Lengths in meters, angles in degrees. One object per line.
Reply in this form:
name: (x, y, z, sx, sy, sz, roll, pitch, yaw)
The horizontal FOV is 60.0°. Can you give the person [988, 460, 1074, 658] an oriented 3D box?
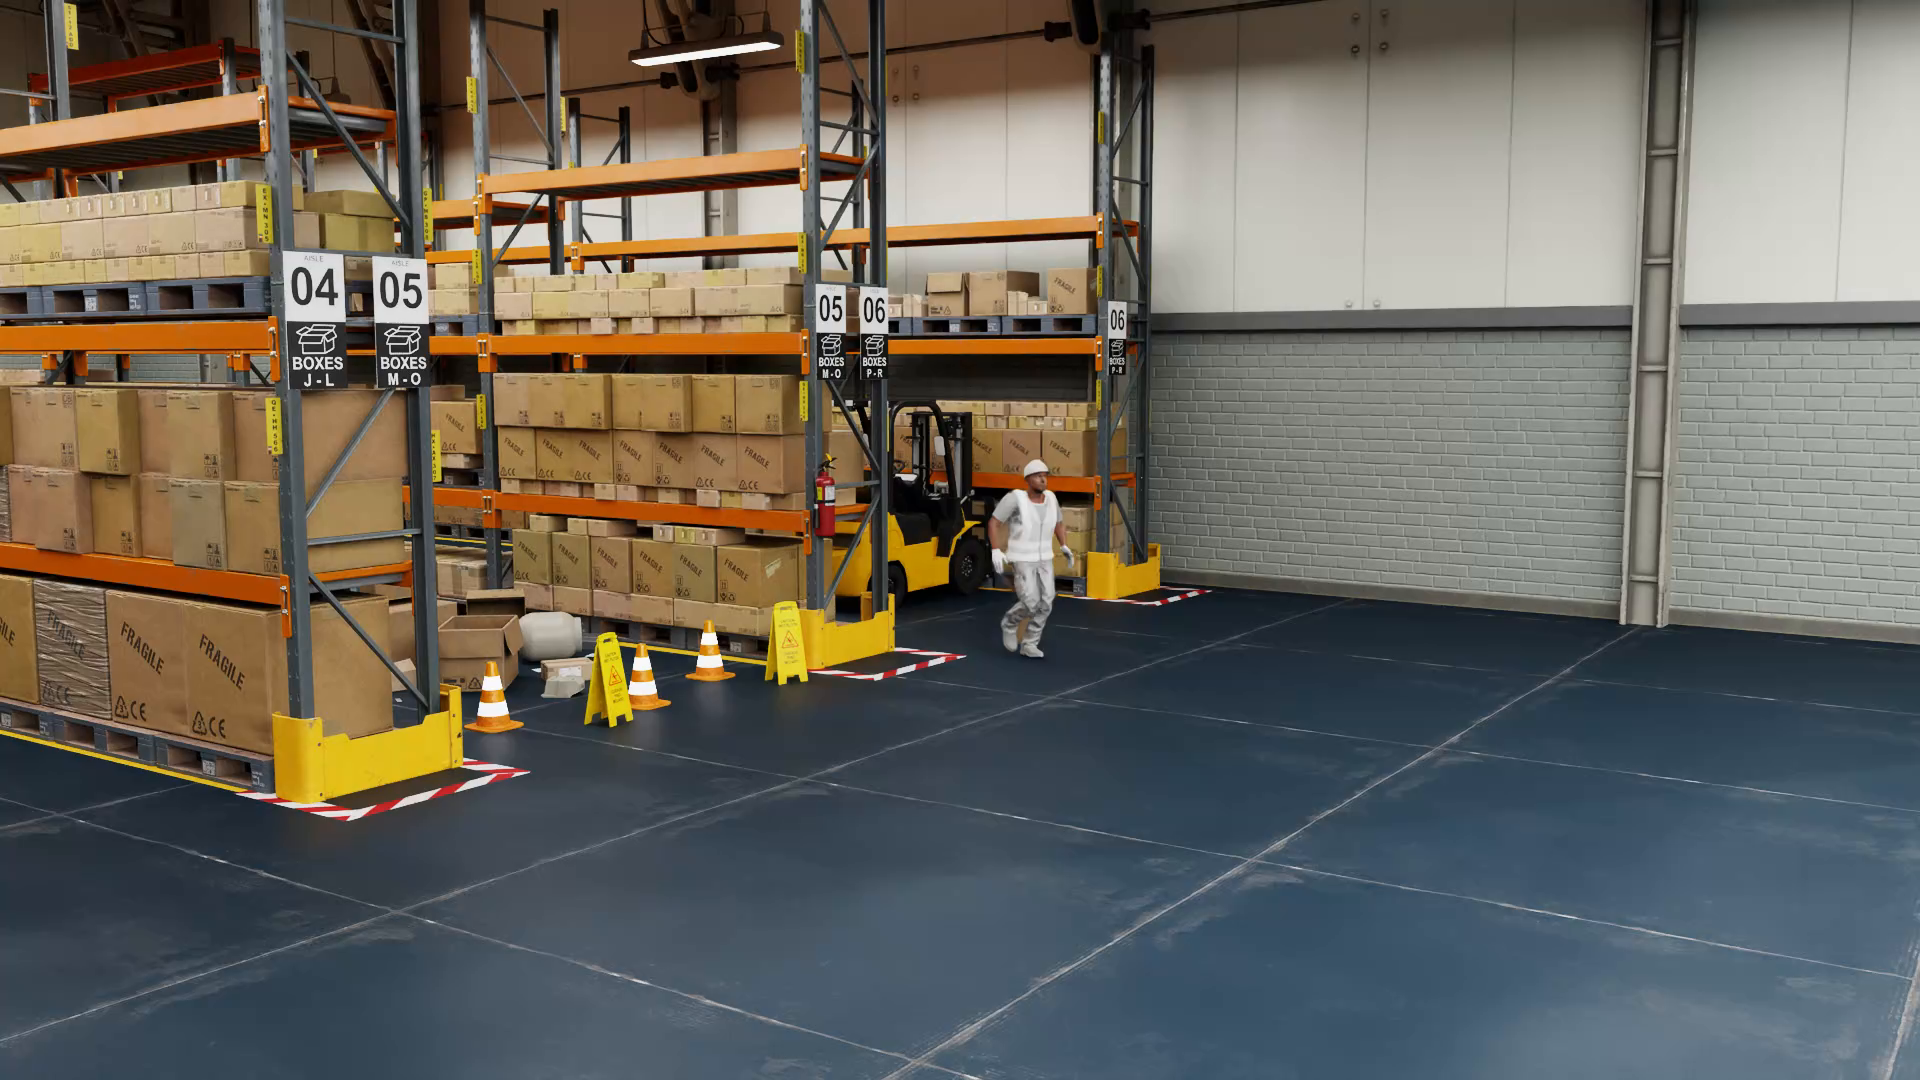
person: (0.600, 0.162, 14.387, 0.711, 1.718, 0.575, -4, 7, -31)
